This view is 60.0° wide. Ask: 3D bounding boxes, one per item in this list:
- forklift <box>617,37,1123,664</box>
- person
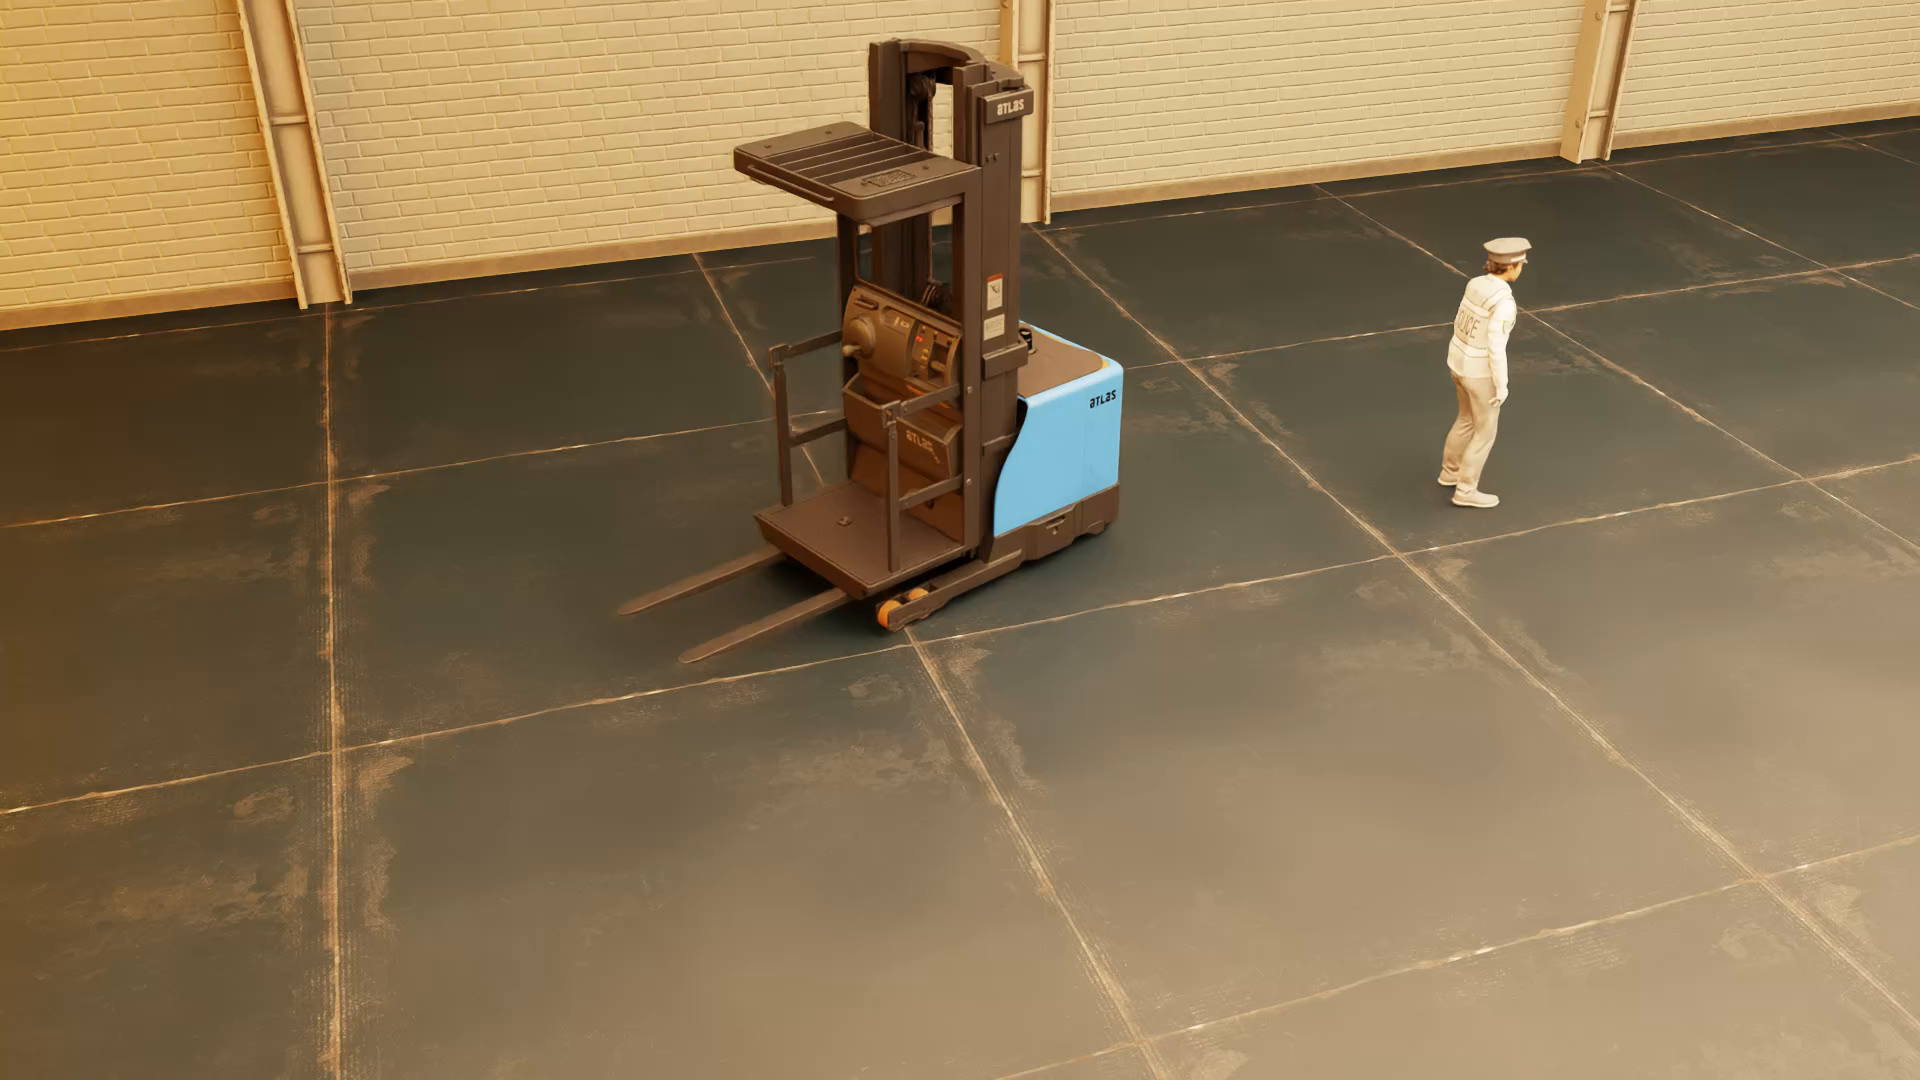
[{"bbox_3d":[-0.480,-1.064,8.937,3.031,2.935,1.130,-23,37,-34],"label":"forklift"},{"bbox_3d":[3.175,-1.022,10.143,0.373,1.666,0.532,-5,30,-9],"label":"person"}]
